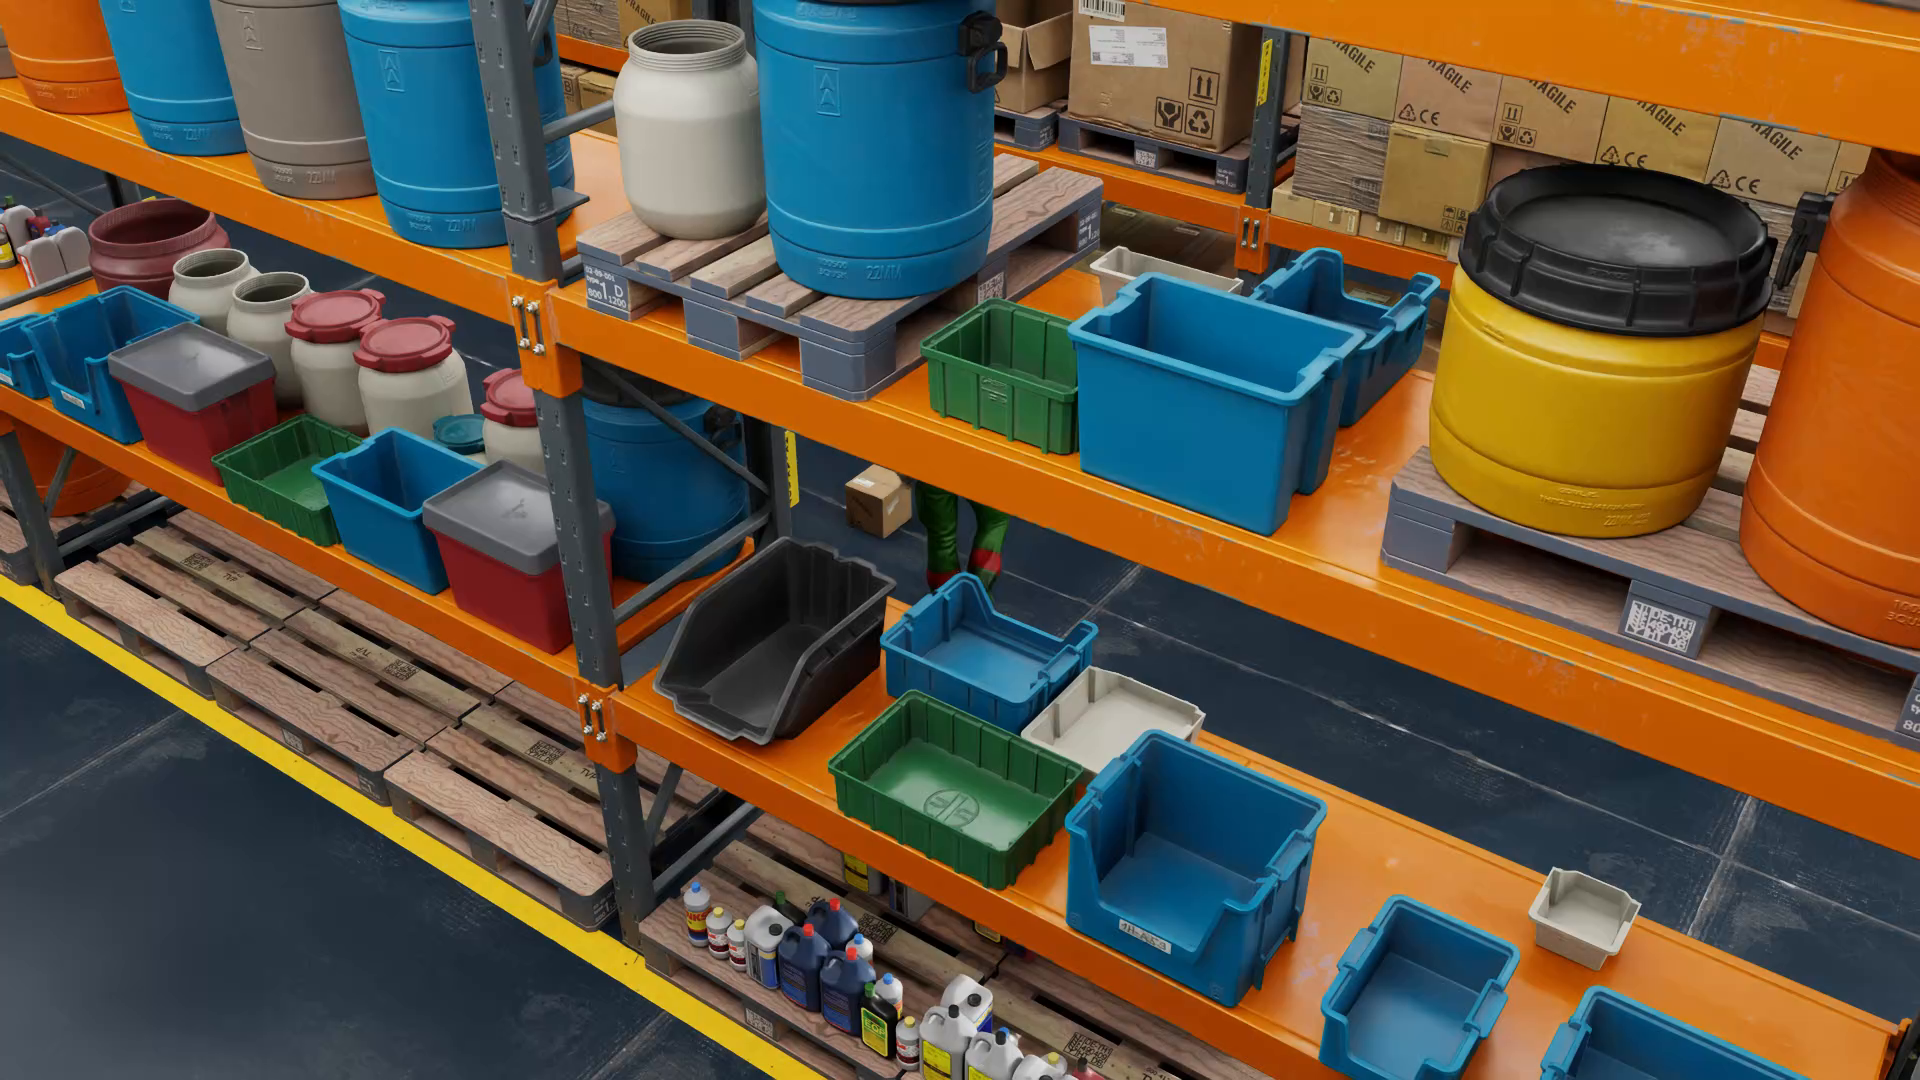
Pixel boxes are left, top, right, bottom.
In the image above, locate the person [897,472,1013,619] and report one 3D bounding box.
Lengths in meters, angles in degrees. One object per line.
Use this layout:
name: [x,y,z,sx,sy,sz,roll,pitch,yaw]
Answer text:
person: [-0.030,-0.324,7.578,0.596,1.786,0.493,6,35,8]
